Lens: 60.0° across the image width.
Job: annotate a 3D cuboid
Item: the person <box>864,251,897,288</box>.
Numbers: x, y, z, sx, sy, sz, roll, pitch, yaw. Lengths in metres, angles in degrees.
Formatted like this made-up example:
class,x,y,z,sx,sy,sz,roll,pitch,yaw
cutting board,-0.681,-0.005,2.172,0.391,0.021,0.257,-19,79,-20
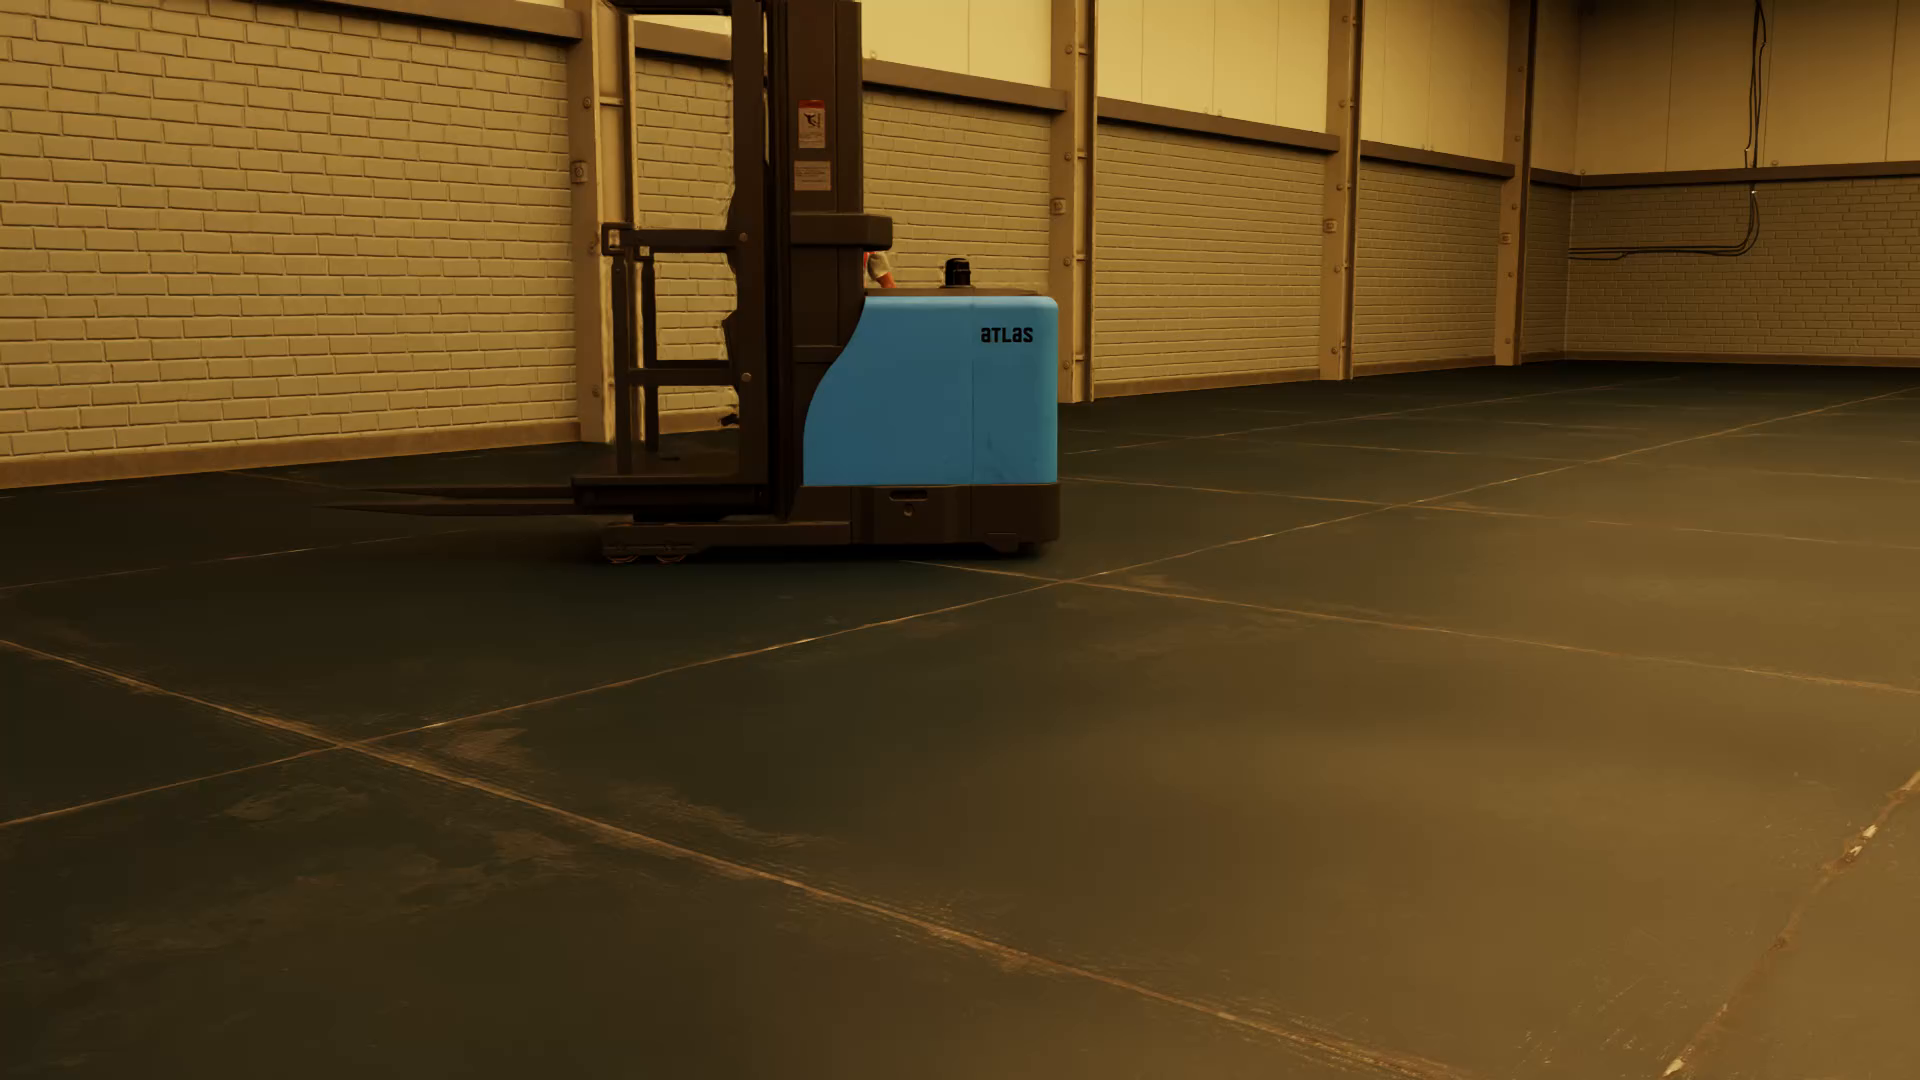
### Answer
class,x,y,z,sx,sy,sz,roll,pitch,yaw
person,-0.792,-1.265,10.140,1.008,1.807,0.578,-4,9,-24

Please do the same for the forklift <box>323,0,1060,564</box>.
class,x,y,z,sx,sy,sz,roll,pitch,yaw
forklift,-1.124,-1.432,7.068,3.031,2.935,1.130,-1,8,-4
